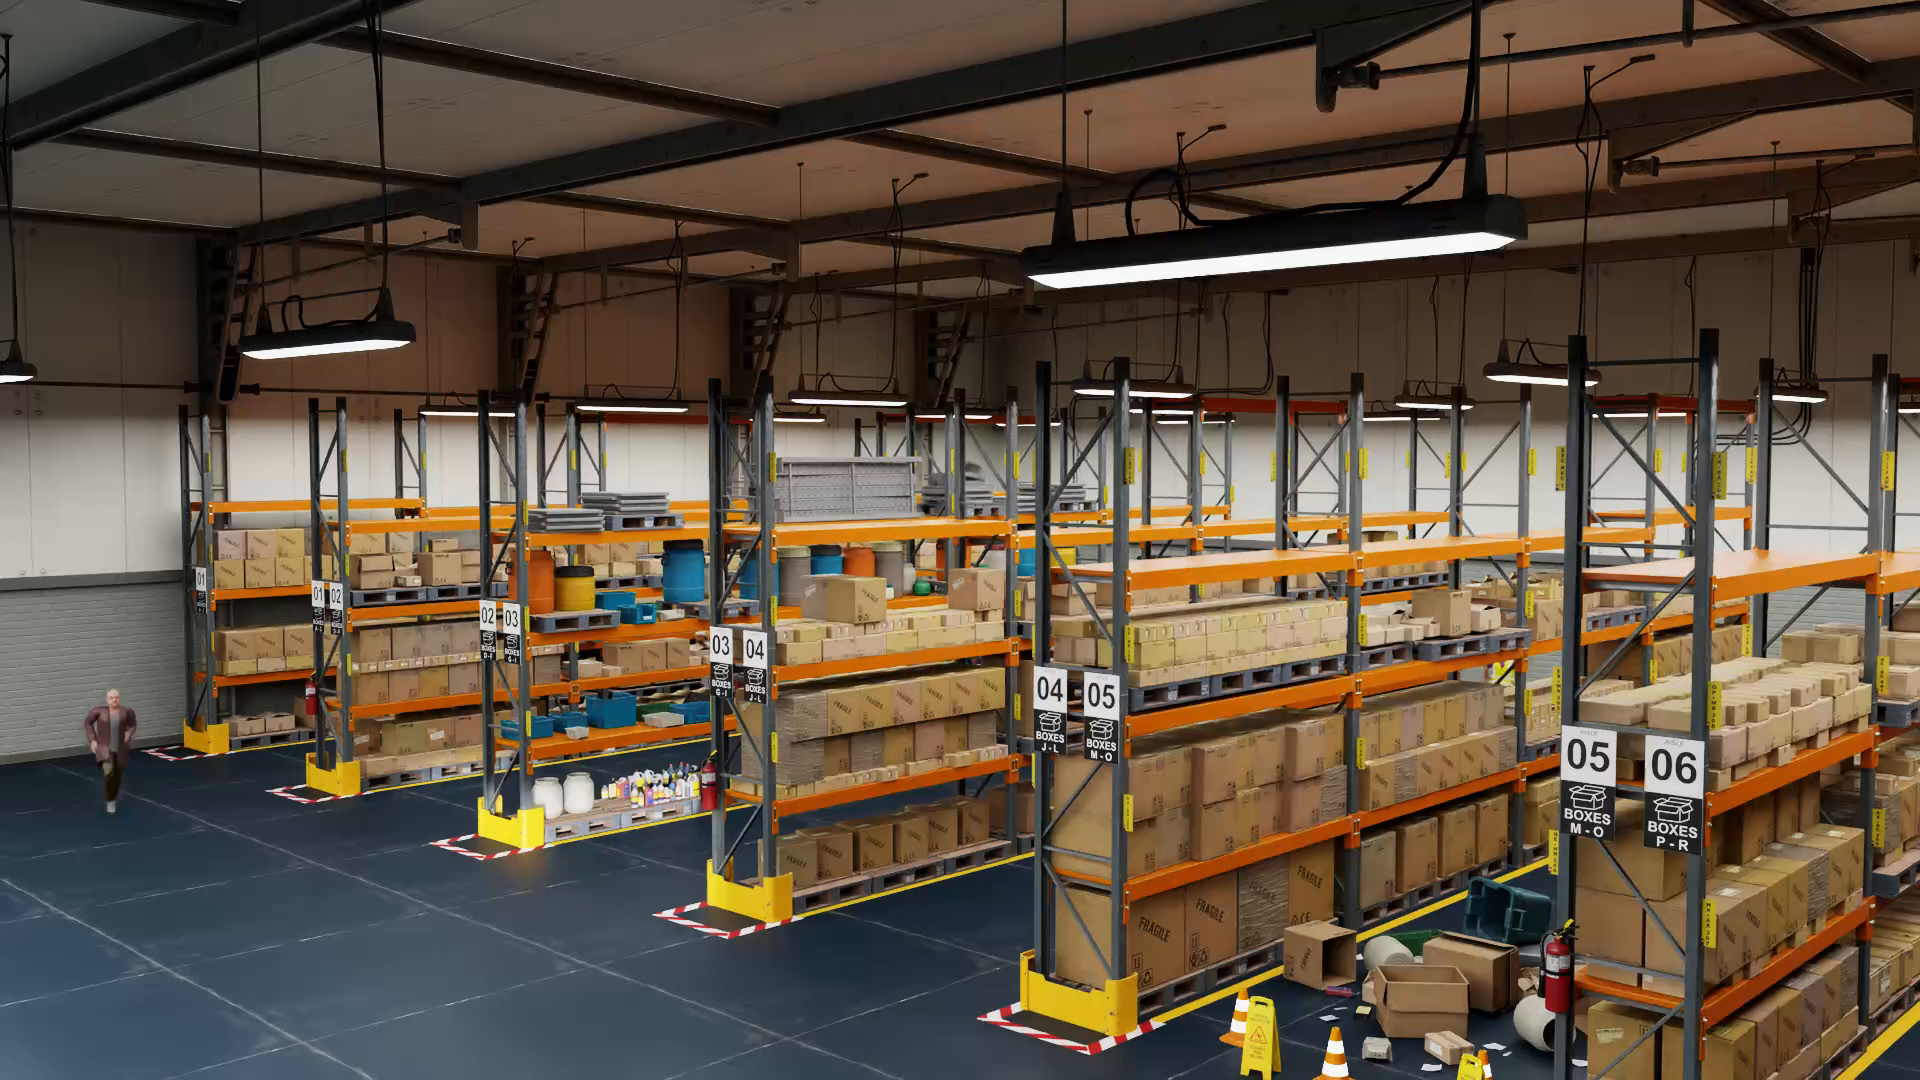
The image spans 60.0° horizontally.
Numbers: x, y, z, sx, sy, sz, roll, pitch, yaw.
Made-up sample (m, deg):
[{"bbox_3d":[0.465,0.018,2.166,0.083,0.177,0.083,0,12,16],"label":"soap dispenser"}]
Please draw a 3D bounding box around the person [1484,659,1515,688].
[{"bbox_3d":[10.085,2.695,30.812,0.761,1.712,0.600,2,3,27],"label":"person"}]

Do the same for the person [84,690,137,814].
[{"bbox_3d":[-12.207,3.040,23.947,0.651,1.797,0.880,-2,4,-36],"label":"person"}]

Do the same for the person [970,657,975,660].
[{"bbox_3d":[0.563,2.220,39.577,0.644,1.792,0.886,-3,4,-40],"label":"person"}]

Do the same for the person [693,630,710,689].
[{"bbox_3d":[-4.910,2.570,32.766,0.693,1.676,0.798,2,4,36],"label":"person"}]
